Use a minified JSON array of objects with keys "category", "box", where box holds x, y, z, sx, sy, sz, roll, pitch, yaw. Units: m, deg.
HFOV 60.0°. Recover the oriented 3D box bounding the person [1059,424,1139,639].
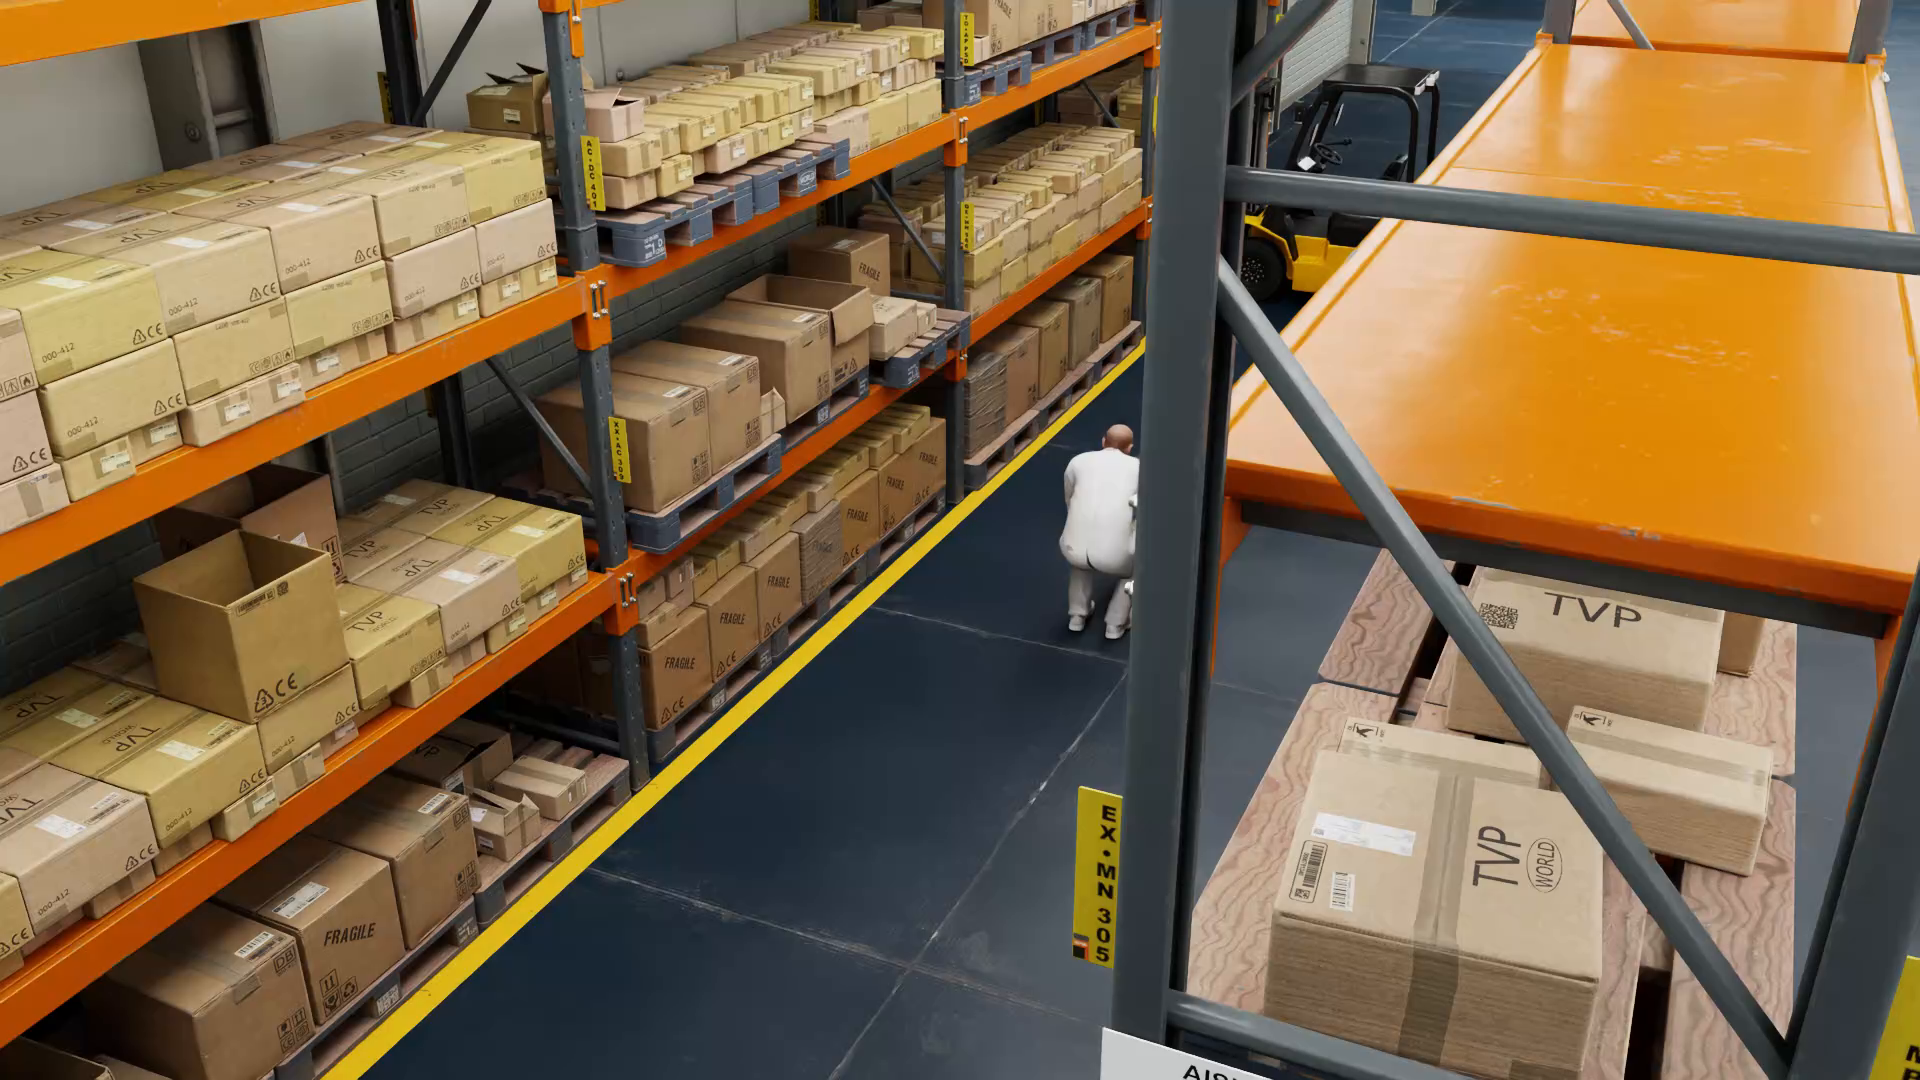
[{"category":"person","box":[0.885,-0.041,10.230,0.627,1.180,0.822,11,28,22]}]
